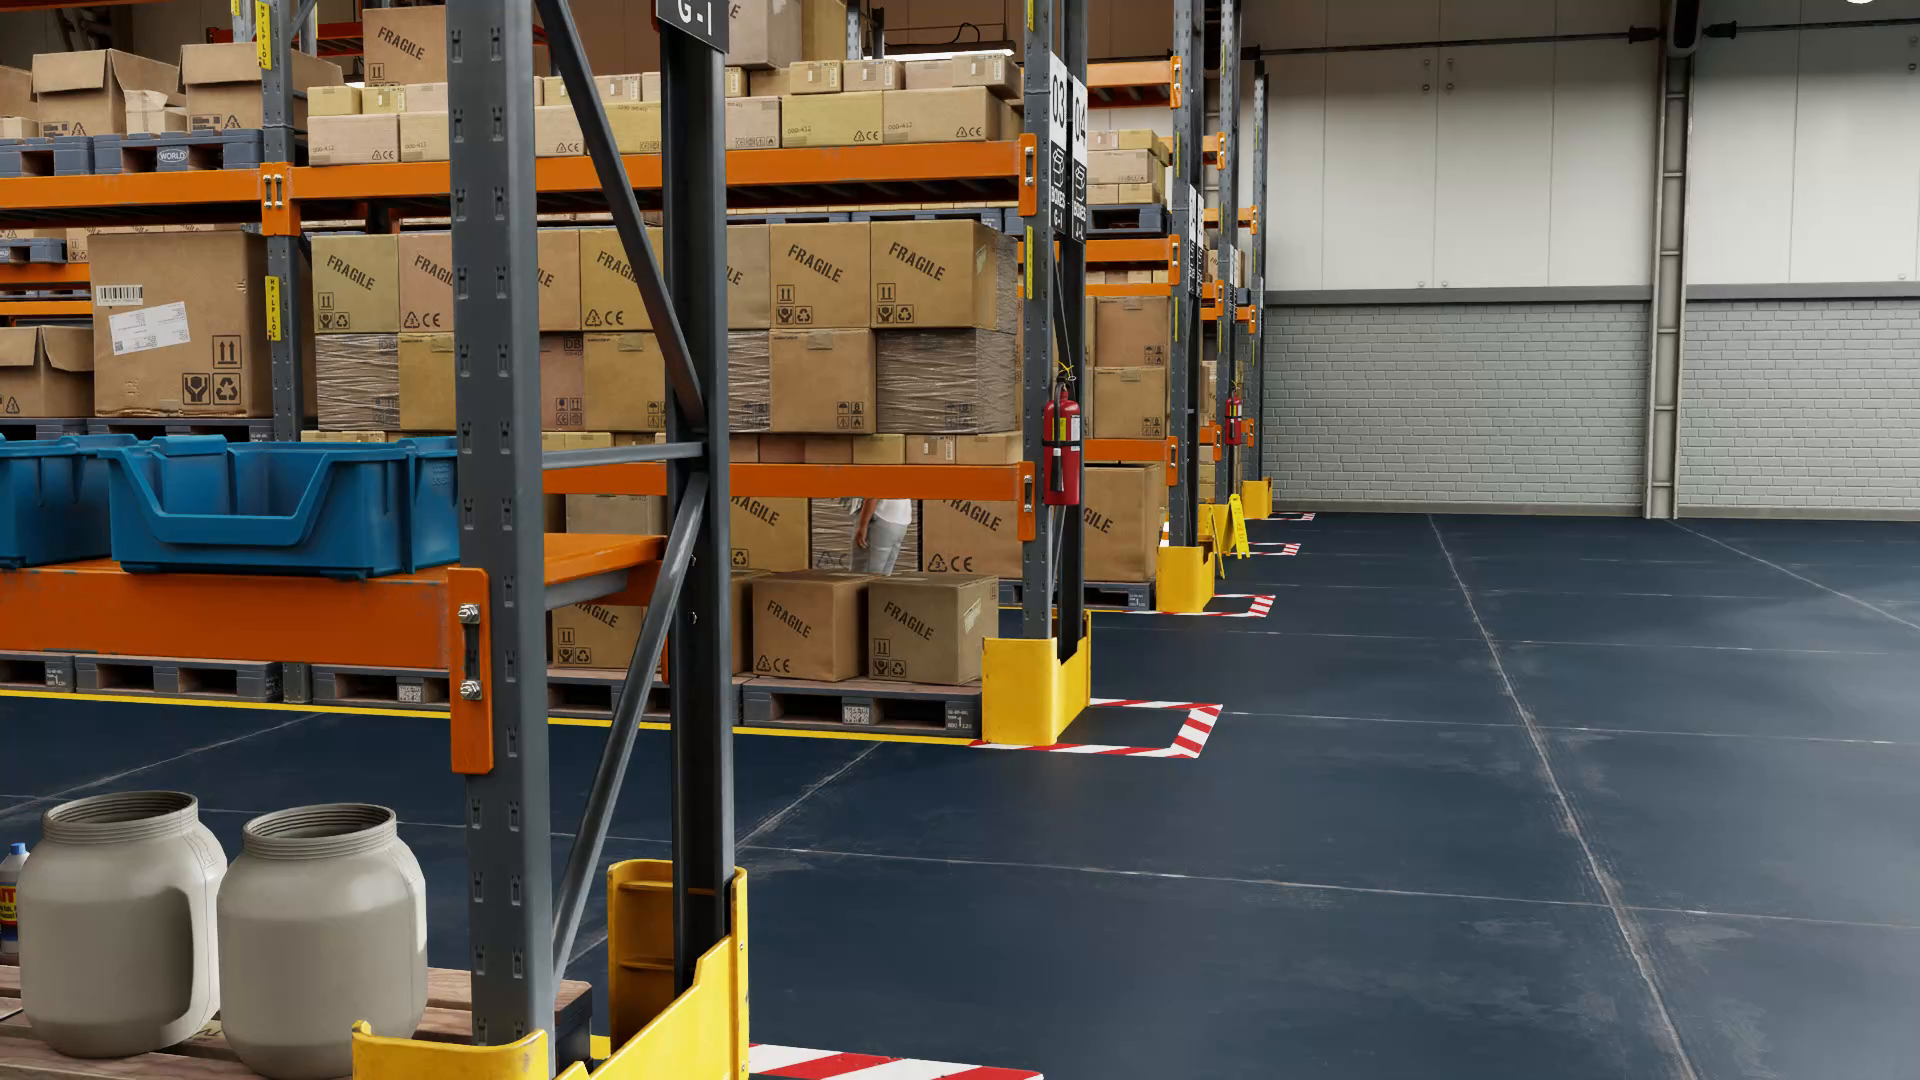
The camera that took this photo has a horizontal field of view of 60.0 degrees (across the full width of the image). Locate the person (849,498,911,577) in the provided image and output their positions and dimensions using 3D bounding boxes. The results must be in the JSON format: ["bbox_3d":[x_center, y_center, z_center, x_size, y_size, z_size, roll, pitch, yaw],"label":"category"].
[{"bbox_3d":[-0.549,-0.100,10.399,0.466,1.666,0.564,1,5,10],"label":"person"}]
